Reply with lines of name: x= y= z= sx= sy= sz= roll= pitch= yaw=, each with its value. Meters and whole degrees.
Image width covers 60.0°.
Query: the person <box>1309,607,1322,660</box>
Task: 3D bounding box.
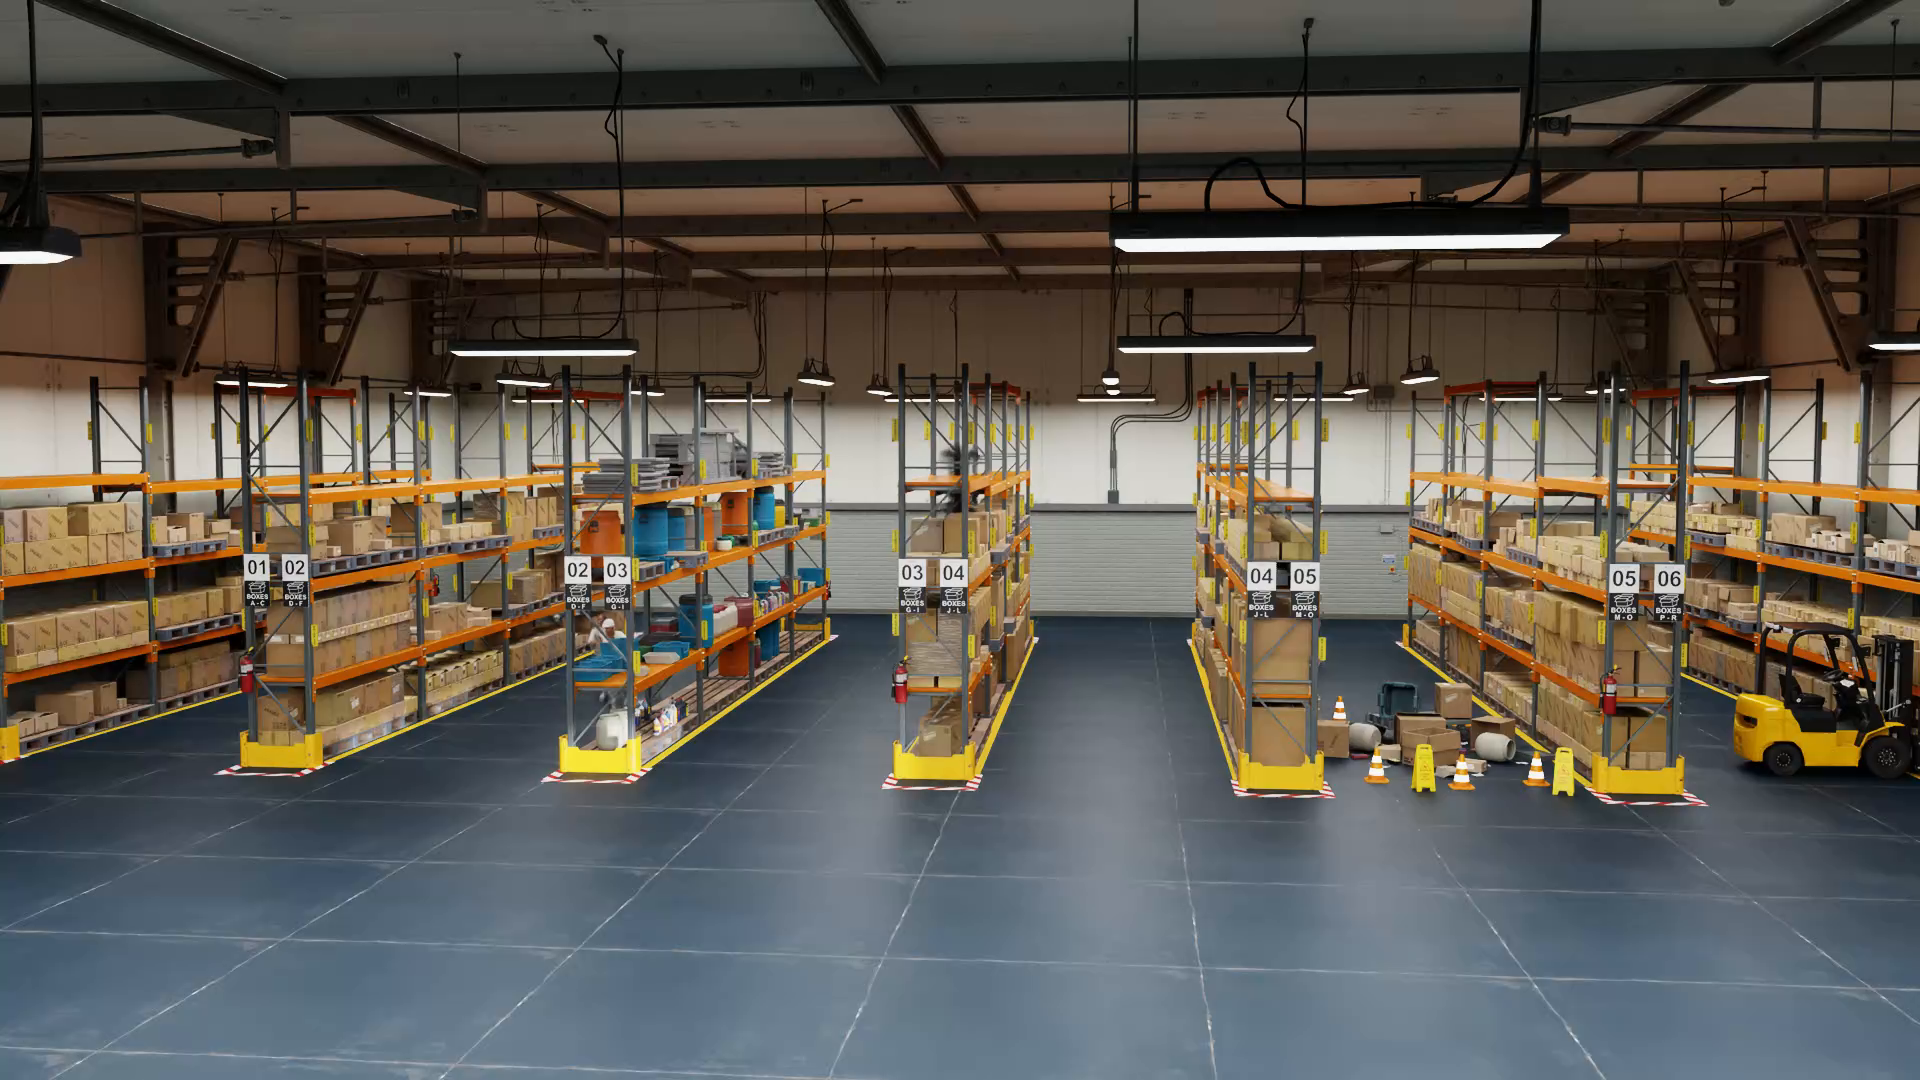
person: x=7.700 y=1.870 z=36.792 sx=0.612 sy=1.553 sz=0.497 roll=-1 pitch=4 yaw=-9

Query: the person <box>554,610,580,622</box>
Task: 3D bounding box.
person: x=-10.028 y=1.359 z=42.833 sx=1.001 sy=1.790 sz=0.616 roll=1 pitch=4 yaw=11

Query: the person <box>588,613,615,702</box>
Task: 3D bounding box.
person: x=-6.702 y=2.187 z=31.260 sx=0.495 sy=1.609 sz=0.809 roll=0 pitch=4 yaw=5

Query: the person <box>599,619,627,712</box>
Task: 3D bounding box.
person: x=-6.221 y=2.274 z=30.020 sx=0.730 sy=1.761 sz=0.937 roll=1 pitch=4 yaw=18
